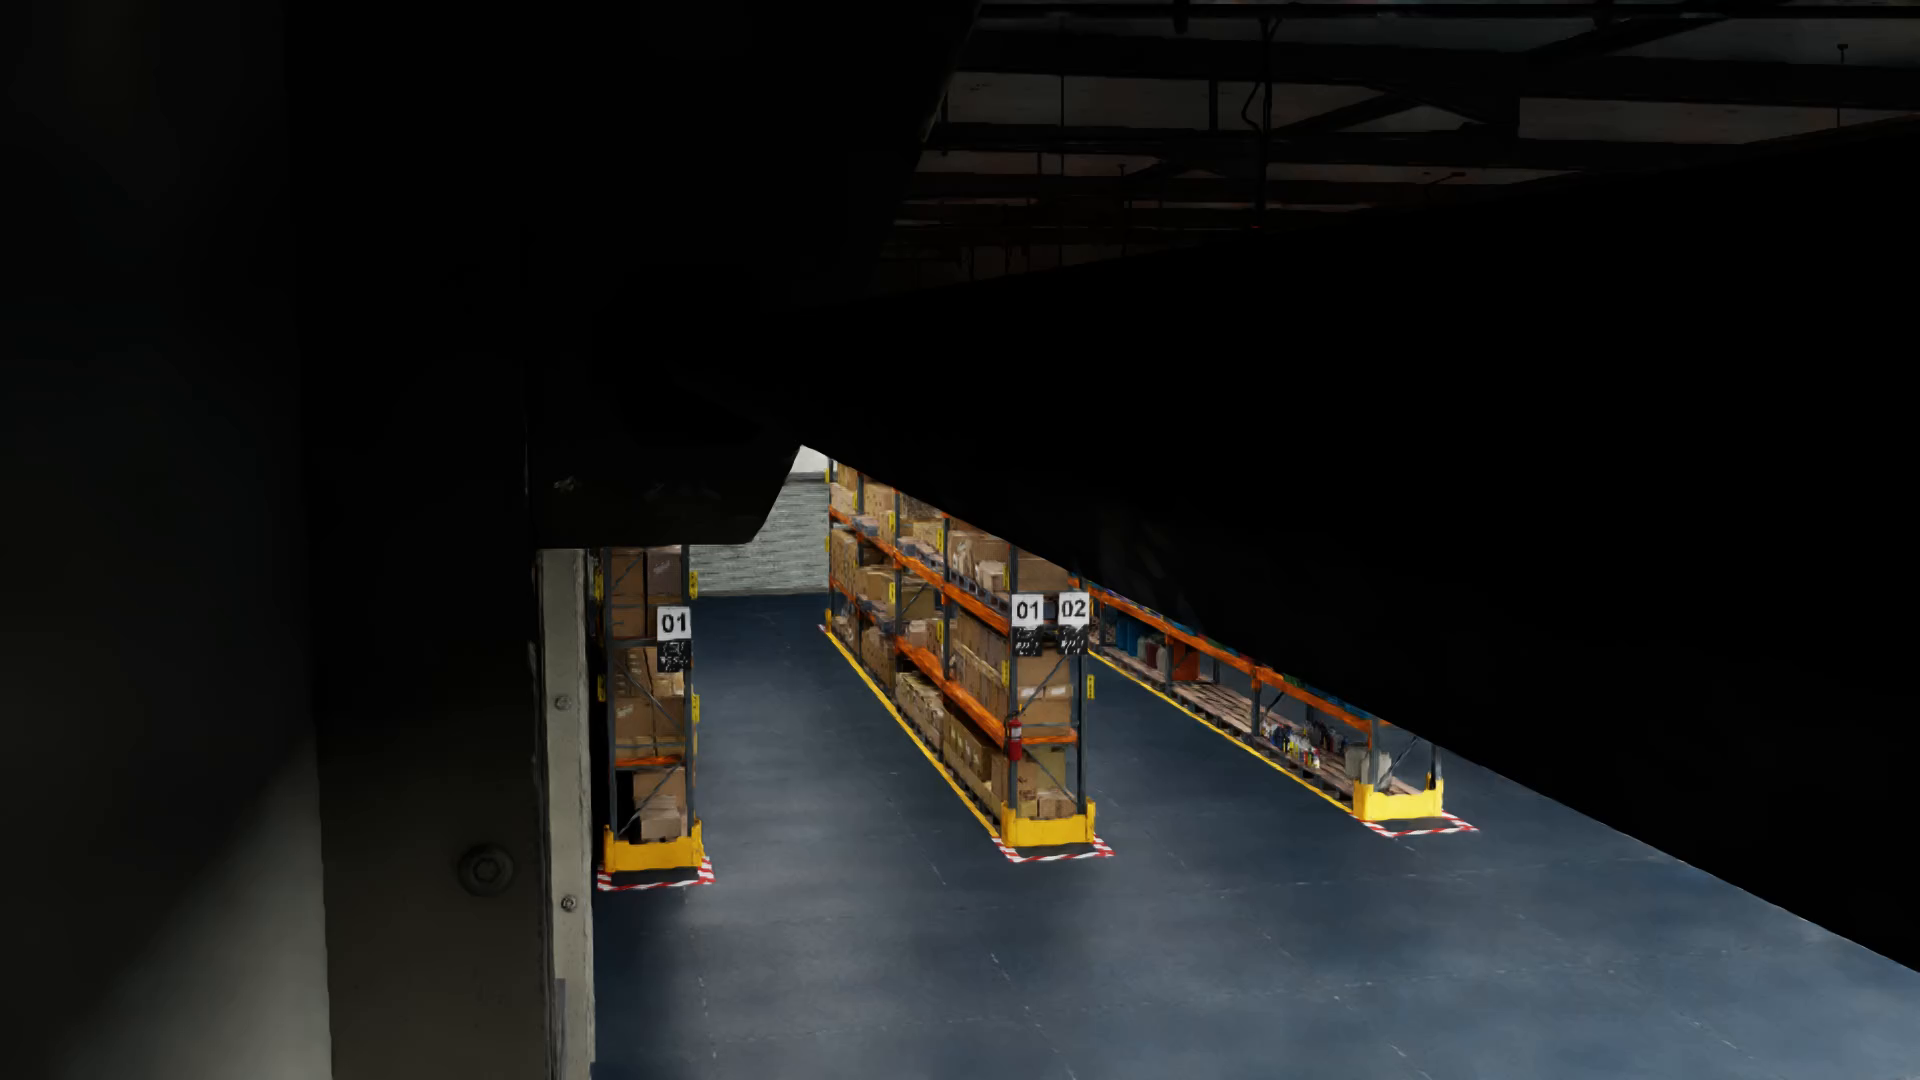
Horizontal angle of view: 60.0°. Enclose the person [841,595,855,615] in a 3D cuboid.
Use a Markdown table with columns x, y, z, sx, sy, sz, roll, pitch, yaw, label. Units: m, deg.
| x | y | z | sx | sy | sz | roll | pitch | yaw | label |
| --- | --- | --- | --- | --- | --- | --- | --- | --- | --- |
| -2.443 | 1.049 | 37.717 | 0.502 | 1.676 | 0.649 | 2 | 7 | 18 | person |
